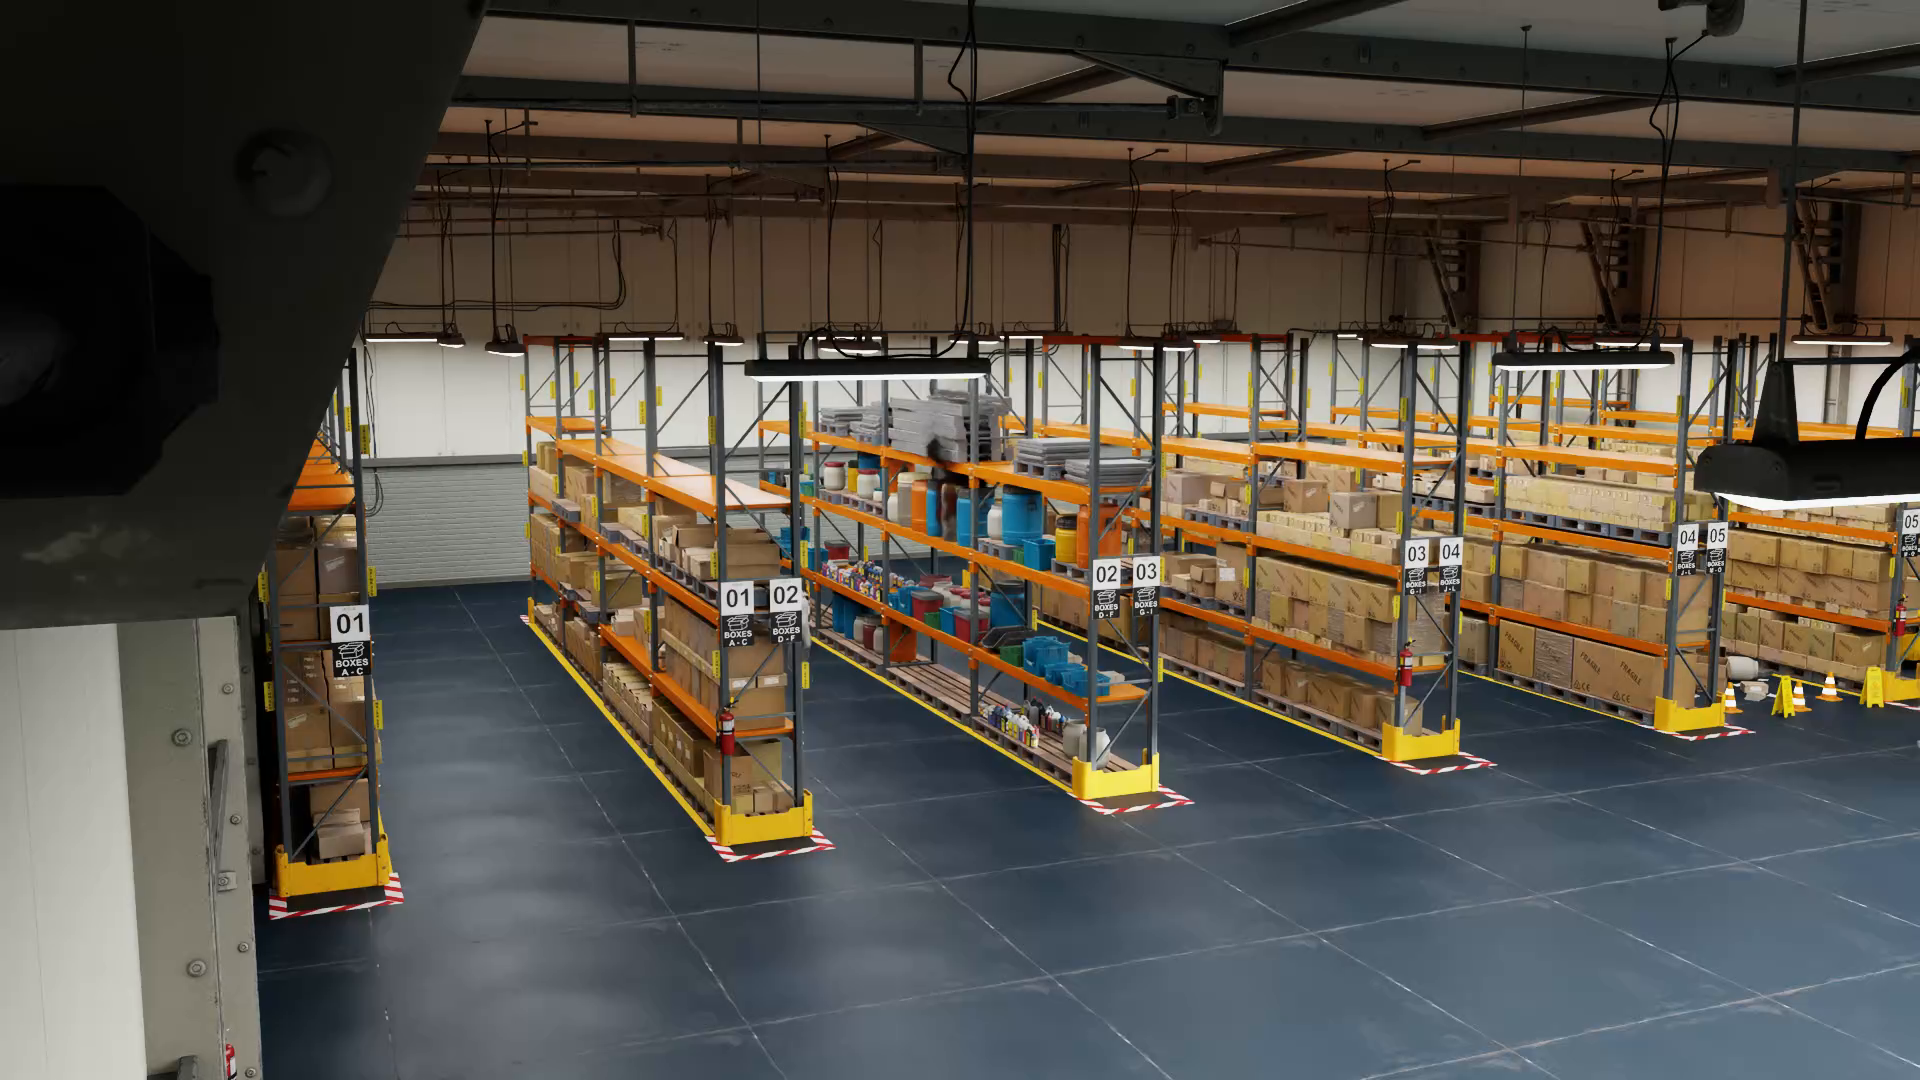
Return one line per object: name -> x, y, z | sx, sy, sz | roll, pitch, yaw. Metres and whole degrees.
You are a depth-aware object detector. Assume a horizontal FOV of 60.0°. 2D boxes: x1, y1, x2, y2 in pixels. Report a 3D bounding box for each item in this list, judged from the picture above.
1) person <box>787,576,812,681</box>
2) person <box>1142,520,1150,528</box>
person -> -2.727, 1.491, 28.224 | 0.590, 1.794, 0.707 | -4, 9, -30
person -> 4.687, -0.051, 41.702 | 0.631, 1.686, 0.784 | -1, 8, -7
